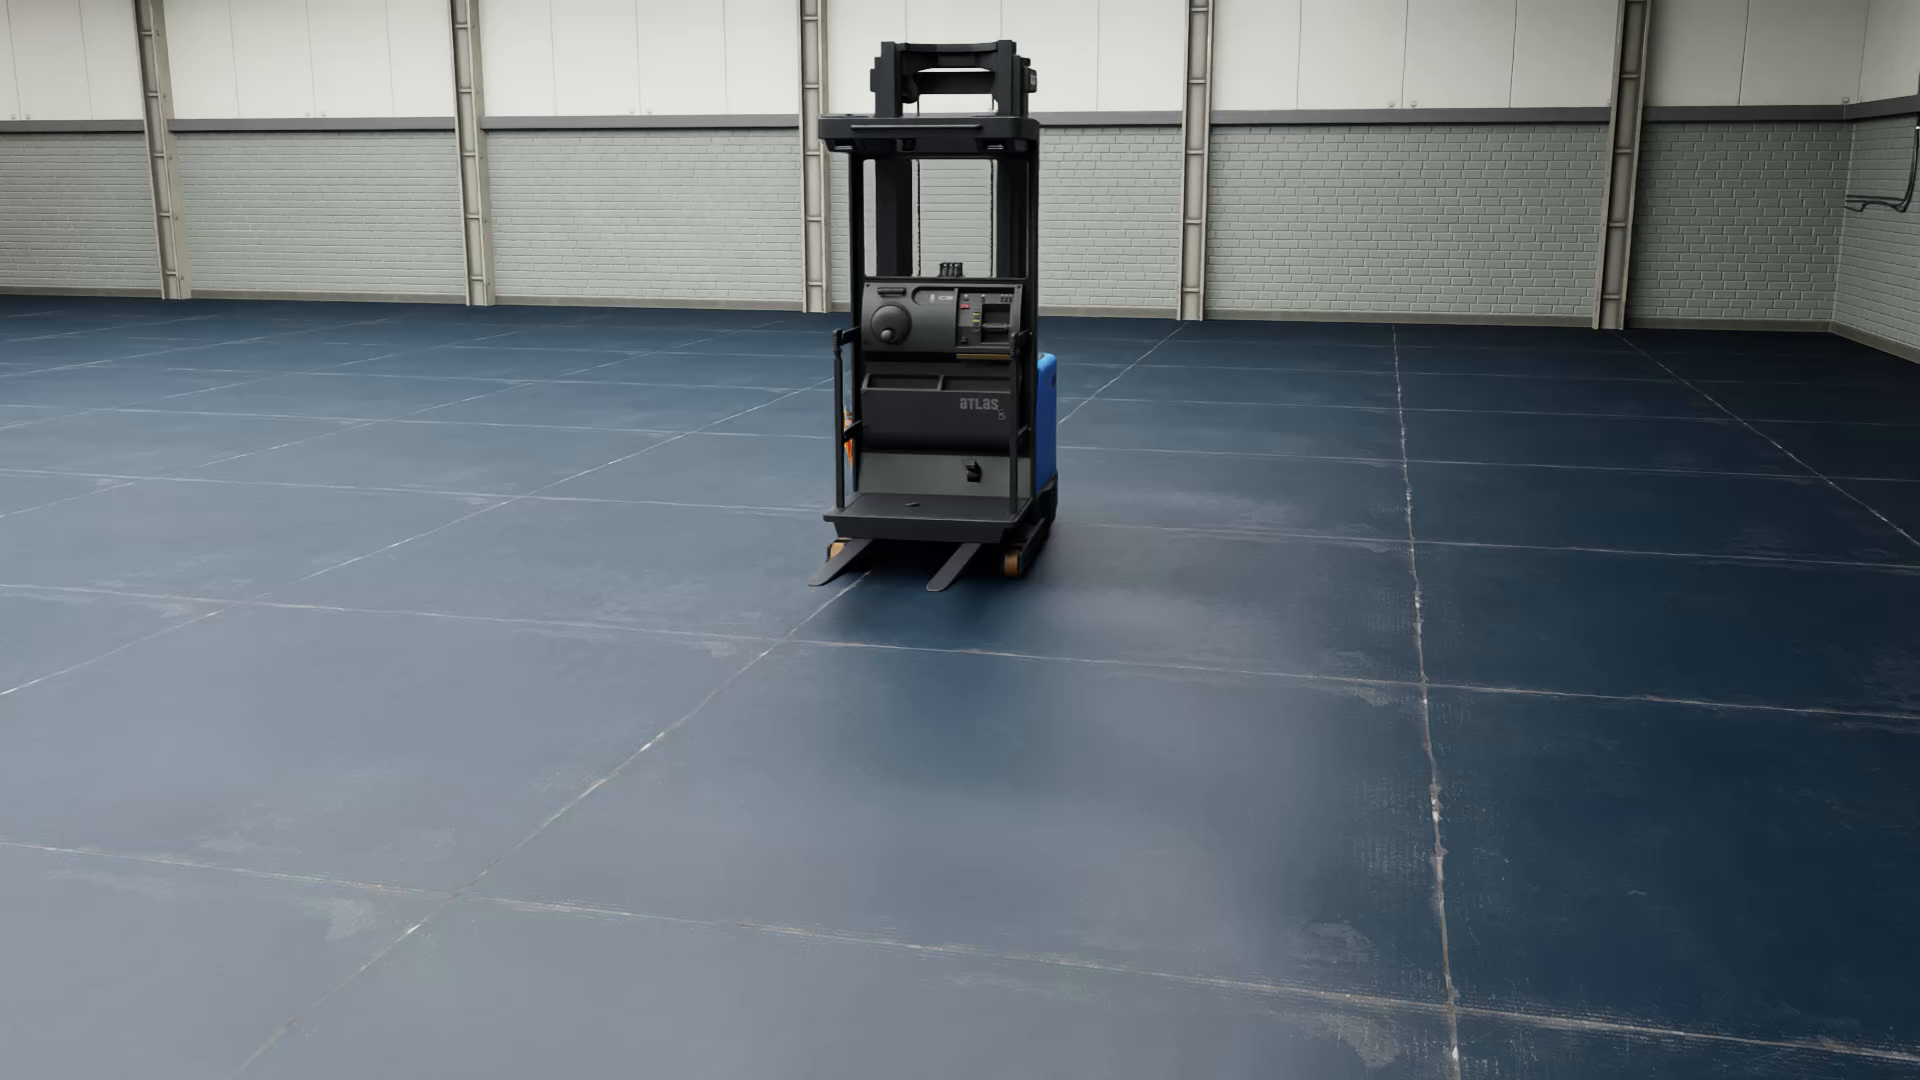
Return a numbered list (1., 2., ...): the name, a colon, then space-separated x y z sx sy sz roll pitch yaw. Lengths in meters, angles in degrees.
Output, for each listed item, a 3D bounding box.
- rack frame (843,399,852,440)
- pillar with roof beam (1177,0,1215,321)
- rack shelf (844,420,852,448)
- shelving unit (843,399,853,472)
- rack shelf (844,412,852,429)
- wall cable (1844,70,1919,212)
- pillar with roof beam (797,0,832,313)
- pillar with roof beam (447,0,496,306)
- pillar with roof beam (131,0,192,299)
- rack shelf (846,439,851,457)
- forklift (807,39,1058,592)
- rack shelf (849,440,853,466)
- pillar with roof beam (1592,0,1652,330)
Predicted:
1. rack frame: -0.648 -0.728 11.657 0.240 0.006 1.200 -3 35 -13
2. pillar with roof beam: 2.496 -6.857 20.366 0.400 9.000 9.100 3 13 14
3. rack shelf: -0.697 -0.762 11.865 0.258 0.180 0.103 -3 35 -13
4. shelving unit: -0.656 -0.652 11.708 0.258 0.189 1.200 -3 35 -13
5. rack shelf: -0.723 -0.829 11.961 0.258 0.180 0.103 -3 35 -13
6. wall cable: 11.896 -5.504 21.437 0.112 2.526 3.097 3 13 14
7. pillar with roof beam: -3.329 -7.169 21.769 0.400 9.000 9.100 3 13 14
8. pillar with roof beam: -9.154 -7.480 23.173 0.400 9.000 9.100 3 13 14
9. pillar with roof beam: -14.980 -7.792 24.576 0.400 9.000 9.100 3 13 14
10. rack shelf: -0.672 -0.694 11.769 0.258 0.180 0.103 -3 35 -13
11. forklift: -0.141 -1.301 9.331 1.130 2.935 3.031 2 13 10
12. rack shelf: -0.646 -0.627 11.673 0.258 0.180 0.103 -3 35 -13
13. pillar with roof beam: 8.321 -6.546 18.962 0.400 9.000 9.100 3 13 14
